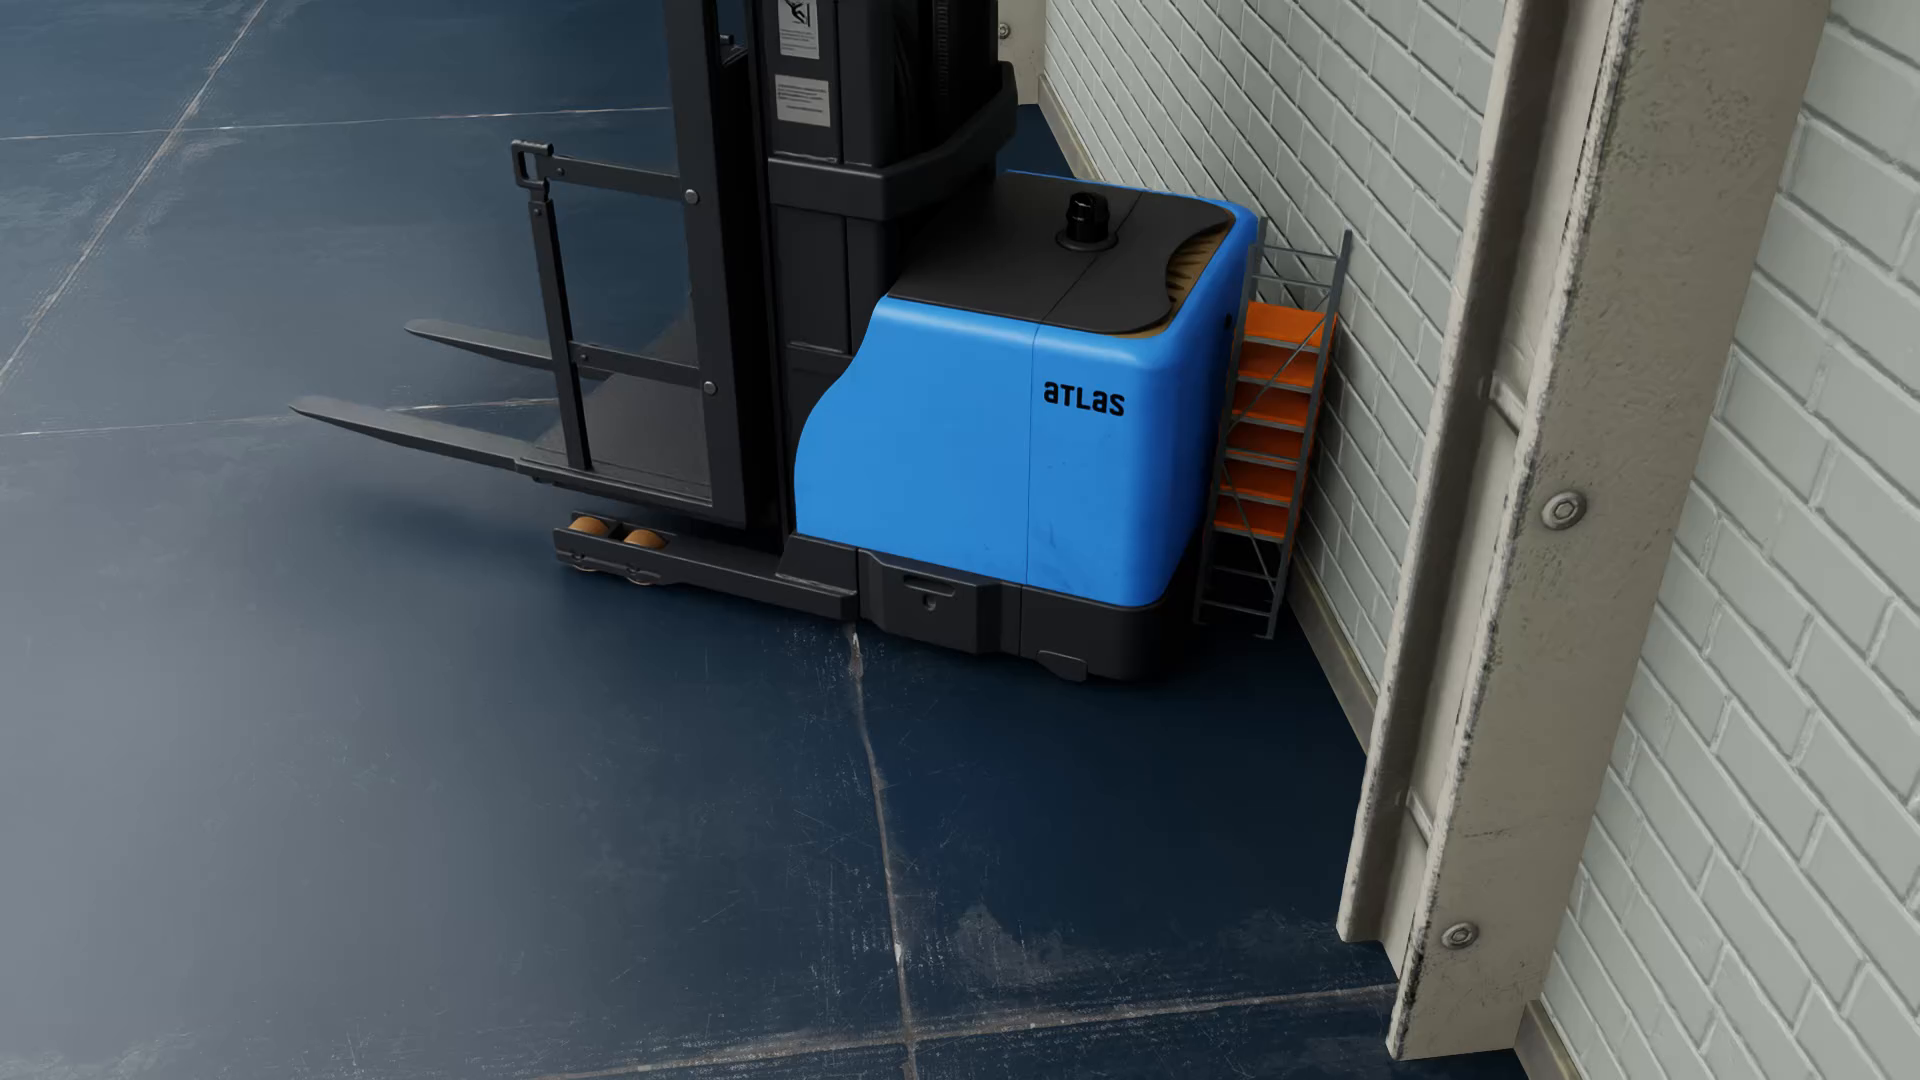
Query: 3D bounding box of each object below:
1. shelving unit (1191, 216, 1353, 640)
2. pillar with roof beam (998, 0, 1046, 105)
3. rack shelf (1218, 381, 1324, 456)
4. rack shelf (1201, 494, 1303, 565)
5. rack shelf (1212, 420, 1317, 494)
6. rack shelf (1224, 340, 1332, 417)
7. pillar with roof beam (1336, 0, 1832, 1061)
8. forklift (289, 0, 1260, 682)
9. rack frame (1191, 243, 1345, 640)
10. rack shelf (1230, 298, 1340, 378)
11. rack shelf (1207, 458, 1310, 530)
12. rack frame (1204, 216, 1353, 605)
[{"bbox_3d":[0.845,-0.278,4.578,0.258,1.200,0.189,12,35,13],"label":"shelving unit"},{"bbox_3d":[-4.009,-5.736,5.677,9.100,9.000,0.400,-4,35,-6],"label":"pillar with roof beam"},{"bbox_3d":[0.848,-0.340,4.535,0.258,0.103,0.180,12,35,13],"label":"rack shelf"},{"bbox_3d":[0.832,-0.044,4.739,0.258,0.103,0.180,12,35,13],"label":"rack shelf"},{"bbox_3d":[0.843,-0.241,4.603,0.258,0.103,0.180,12,35,13],"label":"rack shelf"},{"bbox_3d":[0.854,-0.439,4.467,0.258,0.103,0.180,12,35,13],"label":"rack shelf"},{"bbox_3d":[-3.202,-2.388,0.763,9.100,9.000,0.400,-4,35,-6],"label":"pillar with roof beam"},{"bbox_3d":[-0.697,-1.336,4.607,3.031,2.935,1.130,12,36,18],"label":"forklift"},{"bbox_3d":[0.818,-0.229,4.505,0.240,1.200,0.006,12,35,13],"label":"rack frame"},{"bbox_3d":[0.859,-0.538,4.399,0.258,0.103,0.180,12,35,13],"label":"rack shelf"},{"bbox_3d":[0.838,-0.143,4.671,0.258,0.103,0.180,12,35,13],"label":"rack shelf"},{"bbox_3d":[0.872,-0.326,4.651,0.240,1.200,0.006,12,35,13],"label":"rack frame"}]
